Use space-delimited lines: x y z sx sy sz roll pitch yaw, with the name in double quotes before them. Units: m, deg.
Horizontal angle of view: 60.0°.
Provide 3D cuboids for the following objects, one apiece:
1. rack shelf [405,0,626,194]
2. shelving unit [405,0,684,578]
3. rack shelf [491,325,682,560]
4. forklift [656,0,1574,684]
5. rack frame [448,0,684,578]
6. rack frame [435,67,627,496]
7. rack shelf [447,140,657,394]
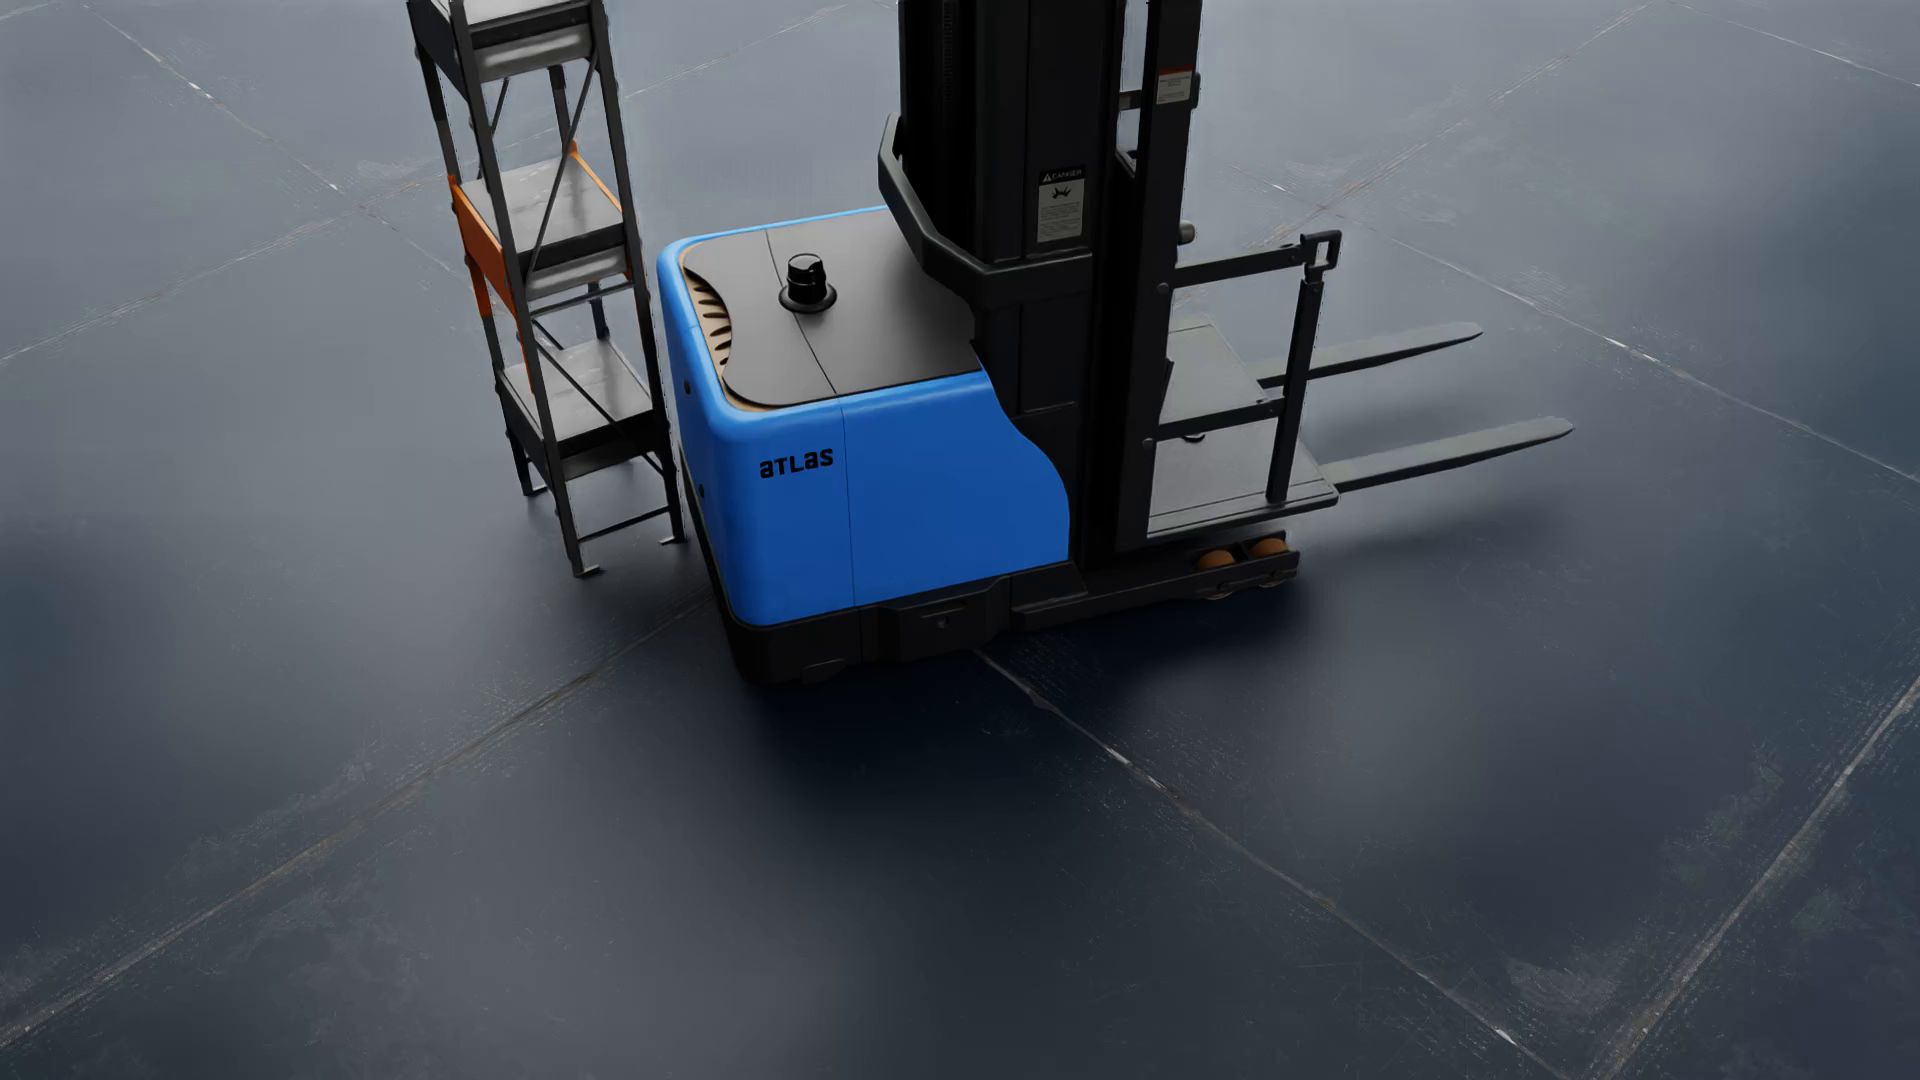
"rack shelf" -1.255 -1.362 4.665 0.431 0.518 0.480 -22 47 -22
"shelving unit" -1.255 -0.858 5.131 0.431 2.100 0.503 -22 47 -22
"rack shelf" -1.255 -0.334 5.615 0.431 0.518 0.480 -22 47 -22
"forklift" 0.616 -1.209 4.899 3.031 2.935 1.130 -12 44 -13
"rack frame" -1.130 -0.716 4.977 0.400 2.100 0.015 -22 47 -22
"rack frame" -1.381 -1.000 5.285 0.400 2.100 0.015 -22 47 -22
"rack shelf" -1.255 -0.848 5.140 0.431 0.518 0.480 -22 47 -22
